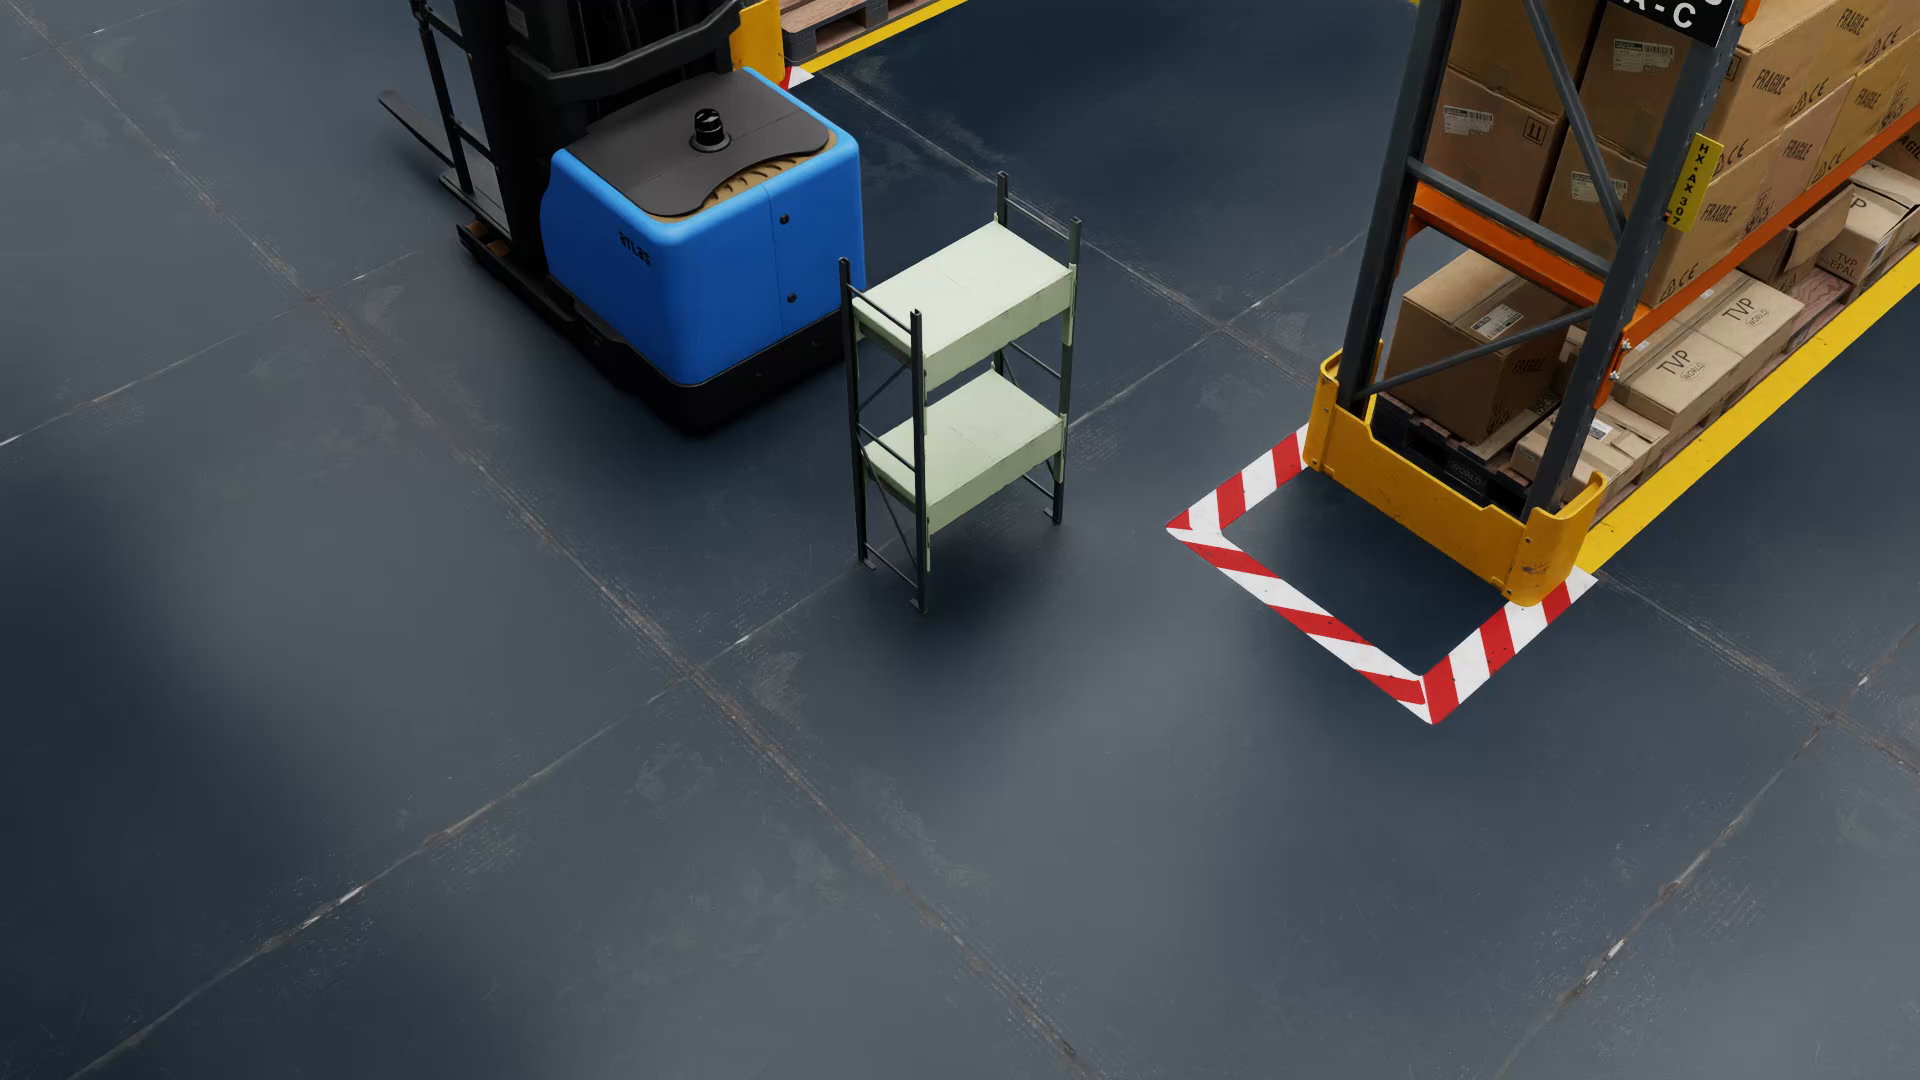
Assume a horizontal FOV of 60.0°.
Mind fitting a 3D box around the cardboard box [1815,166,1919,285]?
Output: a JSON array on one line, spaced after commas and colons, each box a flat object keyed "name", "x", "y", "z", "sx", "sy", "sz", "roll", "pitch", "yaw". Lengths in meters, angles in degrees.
[{"name": "cardboard box", "x": 4.067, "y": -1.509, "z": 7.631, "sx": 0.500, "sy": 0.311, "sz": 0.500, "roll": -34, "pitch": 56, "yaw": -27}]

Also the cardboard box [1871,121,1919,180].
[{"name": "cardboard box", "x": 4.622, "y": -1.943, "z": 7.904, "sx": 0.500, "sy": 0.500, "sz": 0.500, "roll": -34, "pitch": 56, "yaw": -27}]

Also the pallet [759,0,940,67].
[{"name": "pallet", "x": -0.800, "y": -3.237, "z": 9.593, "sx": 1.213, "sy": 0.211, "sz": 1.003, "roll": -34, "pitch": 56, "yaw": -27}]

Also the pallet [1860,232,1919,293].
[{"name": "pallet", "x": 4.344, "y": -1.793, "z": 8.261, "sx": 1.213, "sy": 0.211, "sz": 1.003, "roll": -34, "pitch": 56, "yaw": -27}]

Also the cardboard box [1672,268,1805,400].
[{"name": "cardboard box", "x": 3.226, "y": -0.926, "z": 7.135, "sx": 0.500, "sy": 0.250, "sz": 0.500, "roll": -34, "pitch": 56, "yaw": -27}]

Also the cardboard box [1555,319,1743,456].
[{"name": "cardboard box", "x": 2.856, "y": -0.679, "z": 6.907, "sx": 0.500, "sy": 0.250, "sz": 0.500, "roll": -34, "pitch": 56, "yaw": -27}]

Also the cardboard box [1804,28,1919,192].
[{"name": "cardboard box", "x": 3.150, "y": -1.715, "z": 6.223, "sx": 0.500, "sy": 0.500, "sz": 0.500, "roll": -34, "pitch": 56, "yaw": -27}]

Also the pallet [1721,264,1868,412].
[{"name": "pallet", "x": 3.441, "y": -1.187, "z": 7.702, "sx": 1.213, "sy": 0.211, "sz": 1.003, "roll": -34, "pitch": 56, "yaw": -27}]

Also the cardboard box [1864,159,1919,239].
[{"name": "cardboard box", "x": 4.385, "y": -1.606, "z": 7.832, "sx": 0.250, "sy": 0.149, "sz": 0.380, "roll": -34, "pitch": 56, "yaw": -27}]

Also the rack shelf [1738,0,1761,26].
[{"name": "rack shelf", "x": 3.373, "y": -2.862, "z": 5.799, "sx": 4.000, "sy": 0.370, "sz": 1.077, "roll": -34, "pitch": 56, "yaw": -27}]

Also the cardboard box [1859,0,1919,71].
[{"name": "cardboard box", "x": 3.154, "y": -2.056, "z": 5.858, "sx": 0.500, "sy": 0.500, "sz": 0.500, "roll": -33, "pitch": 55, "yaw": -27}]

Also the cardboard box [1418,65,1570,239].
[{"name": "cardboard box", "x": 2.041, "y": -1.504, "z": 6.028, "sx": 0.500, "sy": 0.500, "sz": 0.500, "roll": -32, "pitch": 55, "yaw": -26}]

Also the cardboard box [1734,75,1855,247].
[{"name": "cardboard box", "x": 2.777, "y": -1.468, "z": 5.996, "sx": 0.500, "sy": 0.500, "sz": 0.500, "roll": -34, "pitch": 56, "yaw": -27}]

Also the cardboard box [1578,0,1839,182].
[{"name": "cardboard box", "x": 2.399, "y": -1.549, "z": 5.390, "sx": 0.500, "sy": 0.500, "sz": 0.500, "roll": -32, "pitch": 55, "yaw": -26}]

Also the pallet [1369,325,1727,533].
[{"name": "pallet", "x": 2.538, "y": -0.587, "z": 7.148, "sx": 1.213, "sy": 0.211, "sz": 1.003, "roll": -34, "pitch": 56, "yaw": -27}]

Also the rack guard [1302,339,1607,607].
[{"name": "rack guard", "x": 1.949, "y": -0.290, "z": 6.677, "sx": 0.348, "sy": 0.500, "sz": 1.175, "roll": -34, "pitch": 56, "yaw": -27}]

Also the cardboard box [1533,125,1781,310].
[{"name": "cardboard box", "x": 2.399, "y": -1.210, "z": 5.758, "sx": 0.500, "sy": 0.500, "sz": 0.500, "roll": -33, "pitch": 55, "yaw": -26}]

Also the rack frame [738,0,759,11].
[{"name": "rack frame", "x": -1.437, "y": -3.796, "z": 8.211, "sx": 0.127, "sy": 3.000, "sz": 1.000, "roll": -34, "pitch": 56, "yaw": -27}]

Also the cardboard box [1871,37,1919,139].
[{"name": "cardboard box", "x": 3.521, "y": -1.961, "z": 6.450, "sx": 0.500, "sy": 0.500, "sz": 0.500, "roll": -33, "pitch": 55, "yaw": -27}]

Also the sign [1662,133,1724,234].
[{"name": "sign", "x": 2.258, "y": -1.099, "z": 5.134, "sx": 0.005, "sy": 0.325, "sz": 0.100, "roll": -34, "pitch": 56, "yaw": -27}]

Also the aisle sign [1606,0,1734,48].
[{"name": "aisle sign", "x": 2.040, "y": -1.788, "z": 4.590, "sx": 0.004, "sy": 0.787, "sz": 0.394, "roll": -34, "pitch": 56, "yaw": -27}]

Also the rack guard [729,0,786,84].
[{"name": "rack guard", "x": -1.446, "y": -2.929, "z": 9.112, "sx": 0.348, "sy": 0.500, "sz": 1.175, "roll": -34, "pitch": 56, "yaw": -27}]

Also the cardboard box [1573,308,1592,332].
[{"name": "cardboard box", "x": 2.852, "y": -1.173, "z": 7.363, "sx": 0.500, "sy": 0.250, "sz": 0.500, "roll": -34, "pitch": 56, "yaw": -27}]

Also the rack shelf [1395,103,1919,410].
[{"name": "rack shelf", "x": 3.373, "y": -1.845, "z": 6.901, "sx": 4.000, "sy": 0.370, "sz": 1.077, "roll": -34, "pitch": 56, "yaw": -27}]

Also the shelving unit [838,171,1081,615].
[{"name": "shelving unit", "x": 0.005, "y": -0.512, "z": 6.202, "sx": 0.755, "sy": 1.500, "sz": 0.431, "roll": -34, "pitch": 56, "yaw": -27}]

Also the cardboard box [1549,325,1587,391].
[{"name": "cardboard box", "x": 2.490, "y": -0.843, "z": 7.115, "sx": 0.250, "sy": 0.166, "sz": 0.380, "roll": -34, "pitch": 56, "yaw": -27}]

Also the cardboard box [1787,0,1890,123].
[{"name": "cardboard box", "x": 2.780, "y": -1.812, "z": 5.632, "sx": 0.500, "sy": 0.500, "sz": 0.500, "roll": -33, "pitch": 55, "yaw": -27}]

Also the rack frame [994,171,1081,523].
[{"name": "rack frame", "x": 0.276, "y": -0.693, "z": 6.369, "sx": 0.023, "sy": 1.500, "sz": 0.400, "roll": -34, "pitch": 56, "yaw": -27}]

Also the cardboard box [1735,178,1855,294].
[{"name": "cardboard box", "x": 3.466, "y": -1.449, "z": 7.445, "sx": 0.637, "sy": 0.503, "sz": 0.797, "roll": -34, "pitch": 56, "yaw": -27}]

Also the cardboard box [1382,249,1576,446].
[{"name": "cardboard box", "x": 2.129, "y": -0.804, "z": 6.853, "sx": 0.500, "sy": 0.500, "sz": 0.500, "roll": -34, "pitch": 56, "yaw": -27}]

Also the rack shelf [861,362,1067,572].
[{"name": "rack shelf", "x": 0.005, "y": -0.291, "z": 6.441, "sx": 0.720, "sy": 0.370, "sz": 0.431, "roll": -34, "pitch": 56, "yaw": -27}]

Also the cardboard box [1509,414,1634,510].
[{"name": "cardboard box", "x": 2.434, "y": -0.303, "z": 6.629, "sx": 0.250, "sy": 0.149, "sz": 0.380, "roll": -34, "pitch": 56, "yaw": -27}]

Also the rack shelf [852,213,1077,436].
[{"name": "rack shelf", "x": 0.005, "y": -0.777, "z": 5.915, "sx": 0.720, "sy": 0.370, "sz": 0.431, "roll": -34, "pitch": 56, "yaw": -27}]

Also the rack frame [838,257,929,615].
[{"name": "rack frame", "x": -0.266, "y": -0.331, "z": 6.035, "sx": 0.023, "sy": 1.500, "sz": 0.400, "roll": -34, "pitch": 56, "yaw": -27}]

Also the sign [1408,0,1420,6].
[{"name": "sign", "x": 1.534, "y": -1.912, "z": 5.470, "sx": 0.005, "sy": 0.325, "sz": 0.100, "roll": -34, "pitch": 56, "yaw": -27}]

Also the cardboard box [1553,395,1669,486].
[{"name": "cardboard box", "x": 2.619, "y": -0.432, "z": 6.736, "sx": 0.250, "sy": 0.166, "sz": 0.380, "roll": -34, "pitch": 56, "yaw": -27}]

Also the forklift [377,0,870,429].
[{"name": "forklift", "x": -1.752, "y": -2.475, "z": 7.039, "sx": 1.130, "sy": 2.935, "sz": 3.031, "roll": -33, "pitch": 55, "yaw": -27}]

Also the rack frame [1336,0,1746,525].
[{"name": "rack frame", "x": 1.893, "y": -1.100, "z": 5.724, "sx": 0.127, "sy": 3.000, "sz": 1.000, "roll": -34, "pitch": 56, "yaw": -27}]

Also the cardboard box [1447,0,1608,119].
[{"name": "cardboard box", "x": 2.037, "y": -1.843, "z": 5.661, "sx": 0.500, "sy": 0.500, "sz": 0.500, "roll": -34, "pitch": 56, "yaw": -27}]
